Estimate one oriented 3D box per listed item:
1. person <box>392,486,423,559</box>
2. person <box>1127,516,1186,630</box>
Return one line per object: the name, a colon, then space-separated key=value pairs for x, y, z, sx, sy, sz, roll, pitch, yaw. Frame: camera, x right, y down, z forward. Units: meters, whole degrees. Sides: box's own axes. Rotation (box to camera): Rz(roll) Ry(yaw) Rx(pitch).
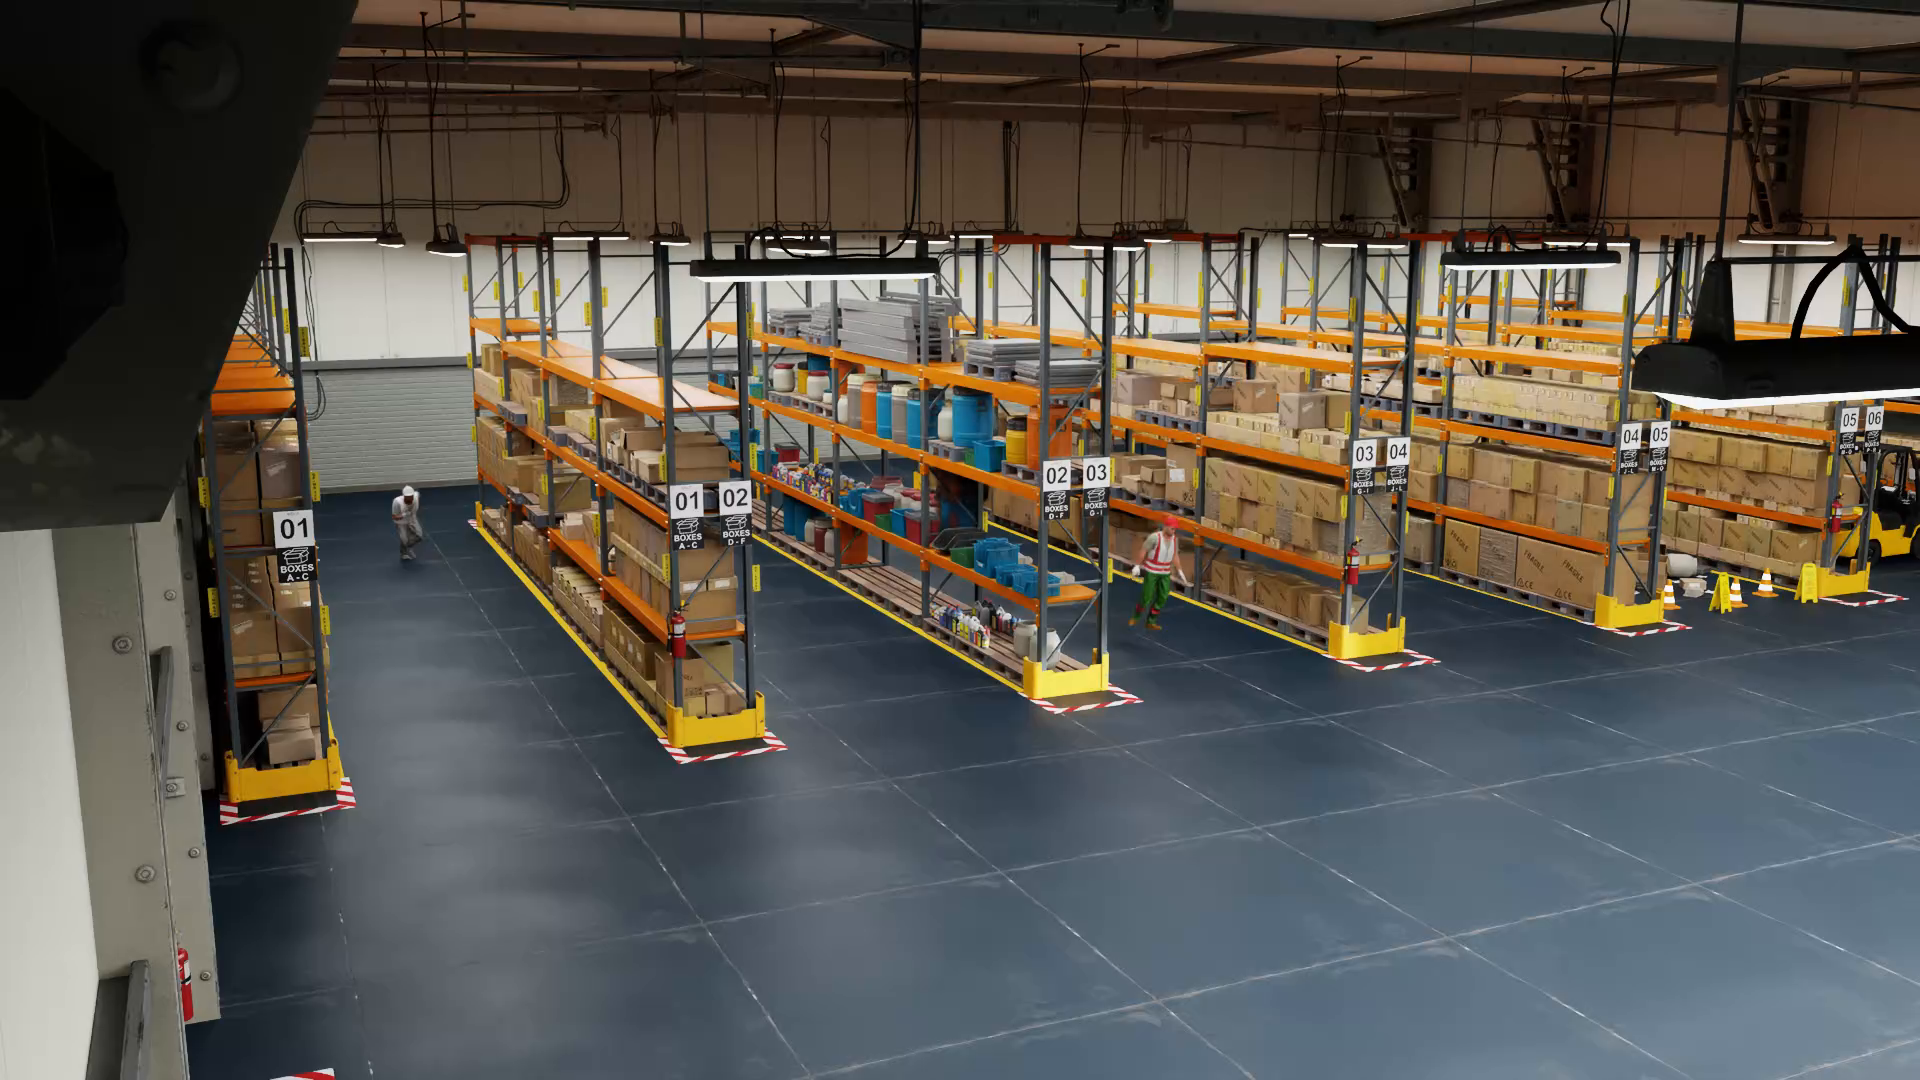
person: x=-10.211 y=-0.319 z=30.788 sx=0.713 sy=1.476 sz=0.989 roll=-10 pitch=15 yaw=-41
person: x=2.923 y=0.480 z=24.608 sx=0.792 sy=1.723 sz=0.664 roll=-5 pitch=12 yaw=-25
